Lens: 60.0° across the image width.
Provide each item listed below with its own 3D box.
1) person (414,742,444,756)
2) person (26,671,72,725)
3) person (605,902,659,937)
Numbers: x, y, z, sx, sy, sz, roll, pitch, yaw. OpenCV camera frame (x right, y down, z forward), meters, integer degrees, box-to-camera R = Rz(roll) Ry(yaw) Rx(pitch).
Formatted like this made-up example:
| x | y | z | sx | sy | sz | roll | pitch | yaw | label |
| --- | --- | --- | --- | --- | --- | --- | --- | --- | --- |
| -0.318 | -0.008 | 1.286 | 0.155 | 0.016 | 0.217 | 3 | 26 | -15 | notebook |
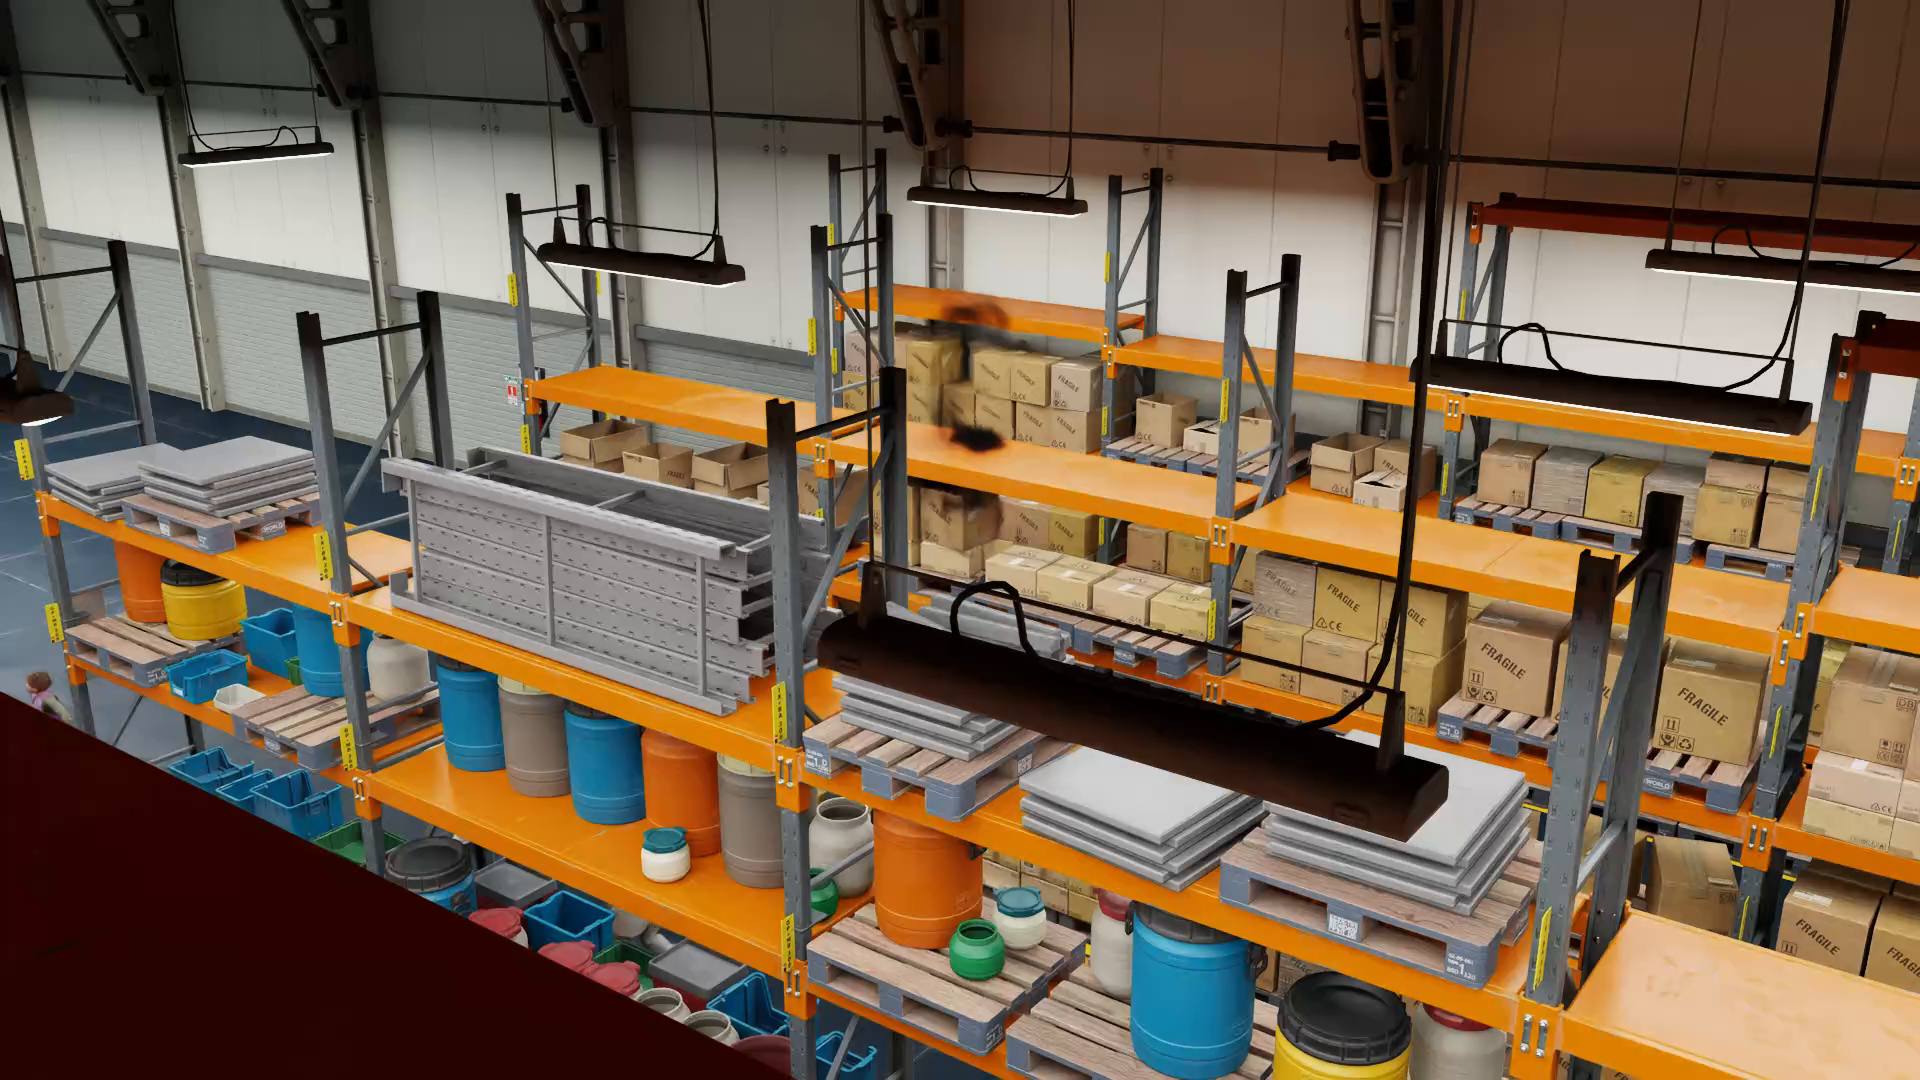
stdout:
| x | y | z | sx | sy | sz | roll | pitch | yaw | label |
| --- | --- | --- | --- | --- | --- | --- | --- | --- | --- |
| -5.017 | 1.841 | 15.835 | 0.496 | 0.792 | 0.607 | 0 | 18 | 1 | person |
| -9.095 | 2.035 | 16.566 | 0.537 | 1.566 | 0.519 | -11 | 22 | -30 | person |
| -2.590 | 2.951 | 13.497 | 0.925 | 1.791 | 0.733 | 10 | 21 | 27 | person |
